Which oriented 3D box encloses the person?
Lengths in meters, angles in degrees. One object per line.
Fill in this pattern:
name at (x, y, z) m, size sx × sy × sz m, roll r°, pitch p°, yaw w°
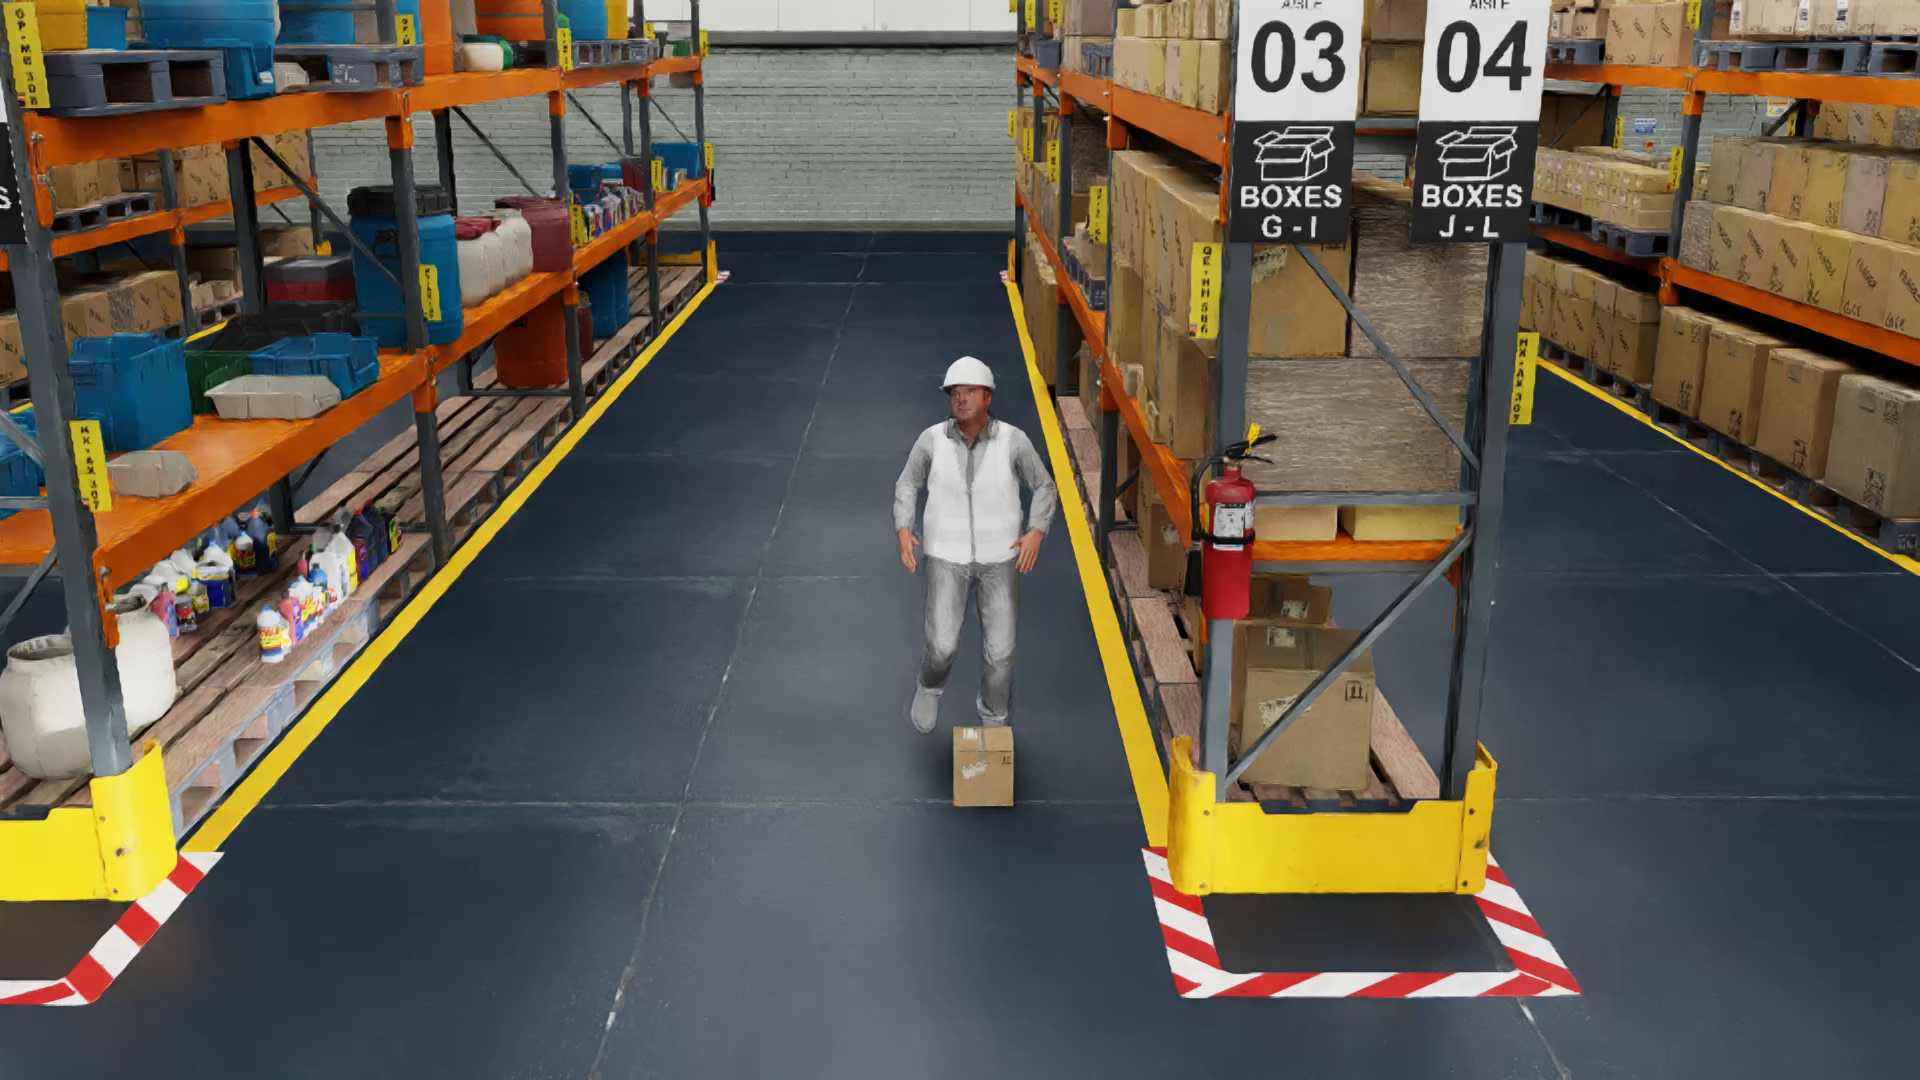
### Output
person at (0.071, 0.072, 7.305) m, size 0.716 × 1.738 × 0.503 m, roll -1°, pitch 17°, yaw -2°
